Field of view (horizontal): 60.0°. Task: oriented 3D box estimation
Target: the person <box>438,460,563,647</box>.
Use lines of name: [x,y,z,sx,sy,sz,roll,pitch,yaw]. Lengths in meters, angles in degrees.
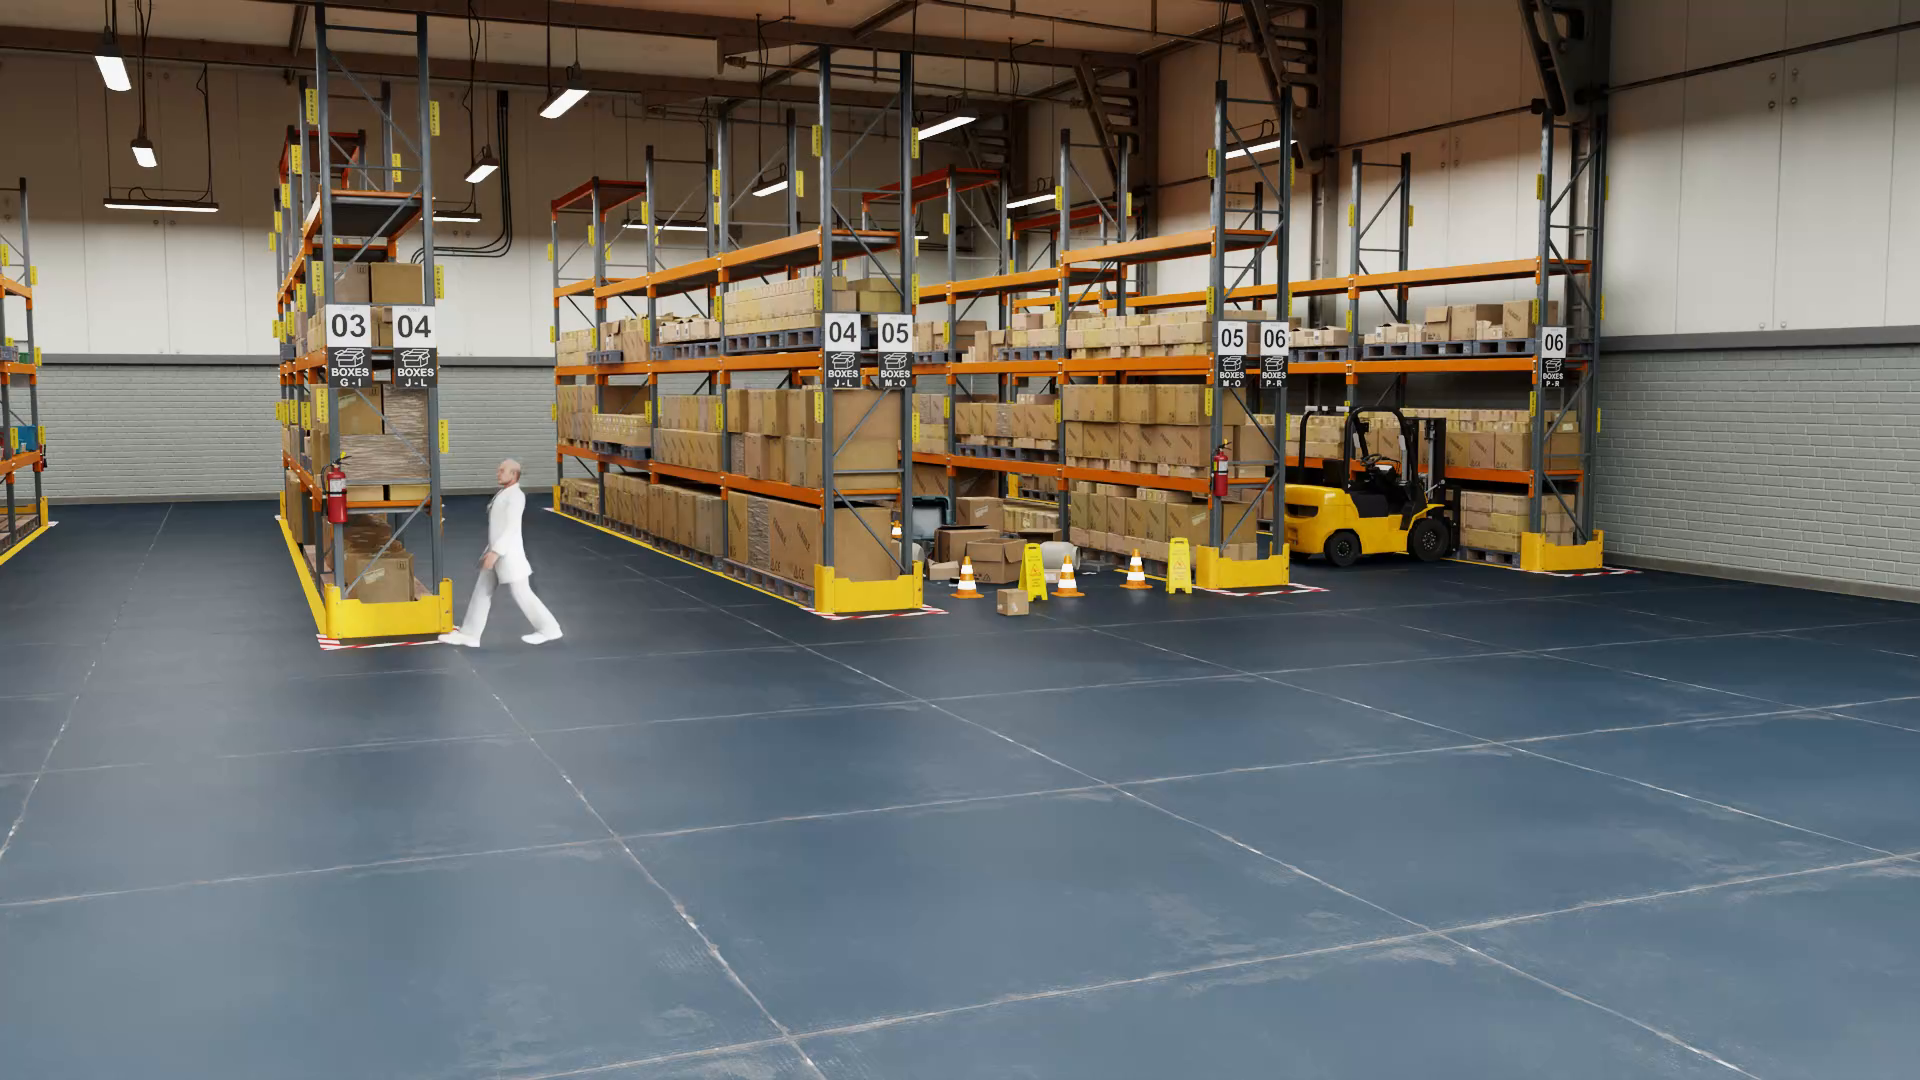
person: [-4.249,0.127,15.345,1.083,1.729,0.620,-3,6,-27]
